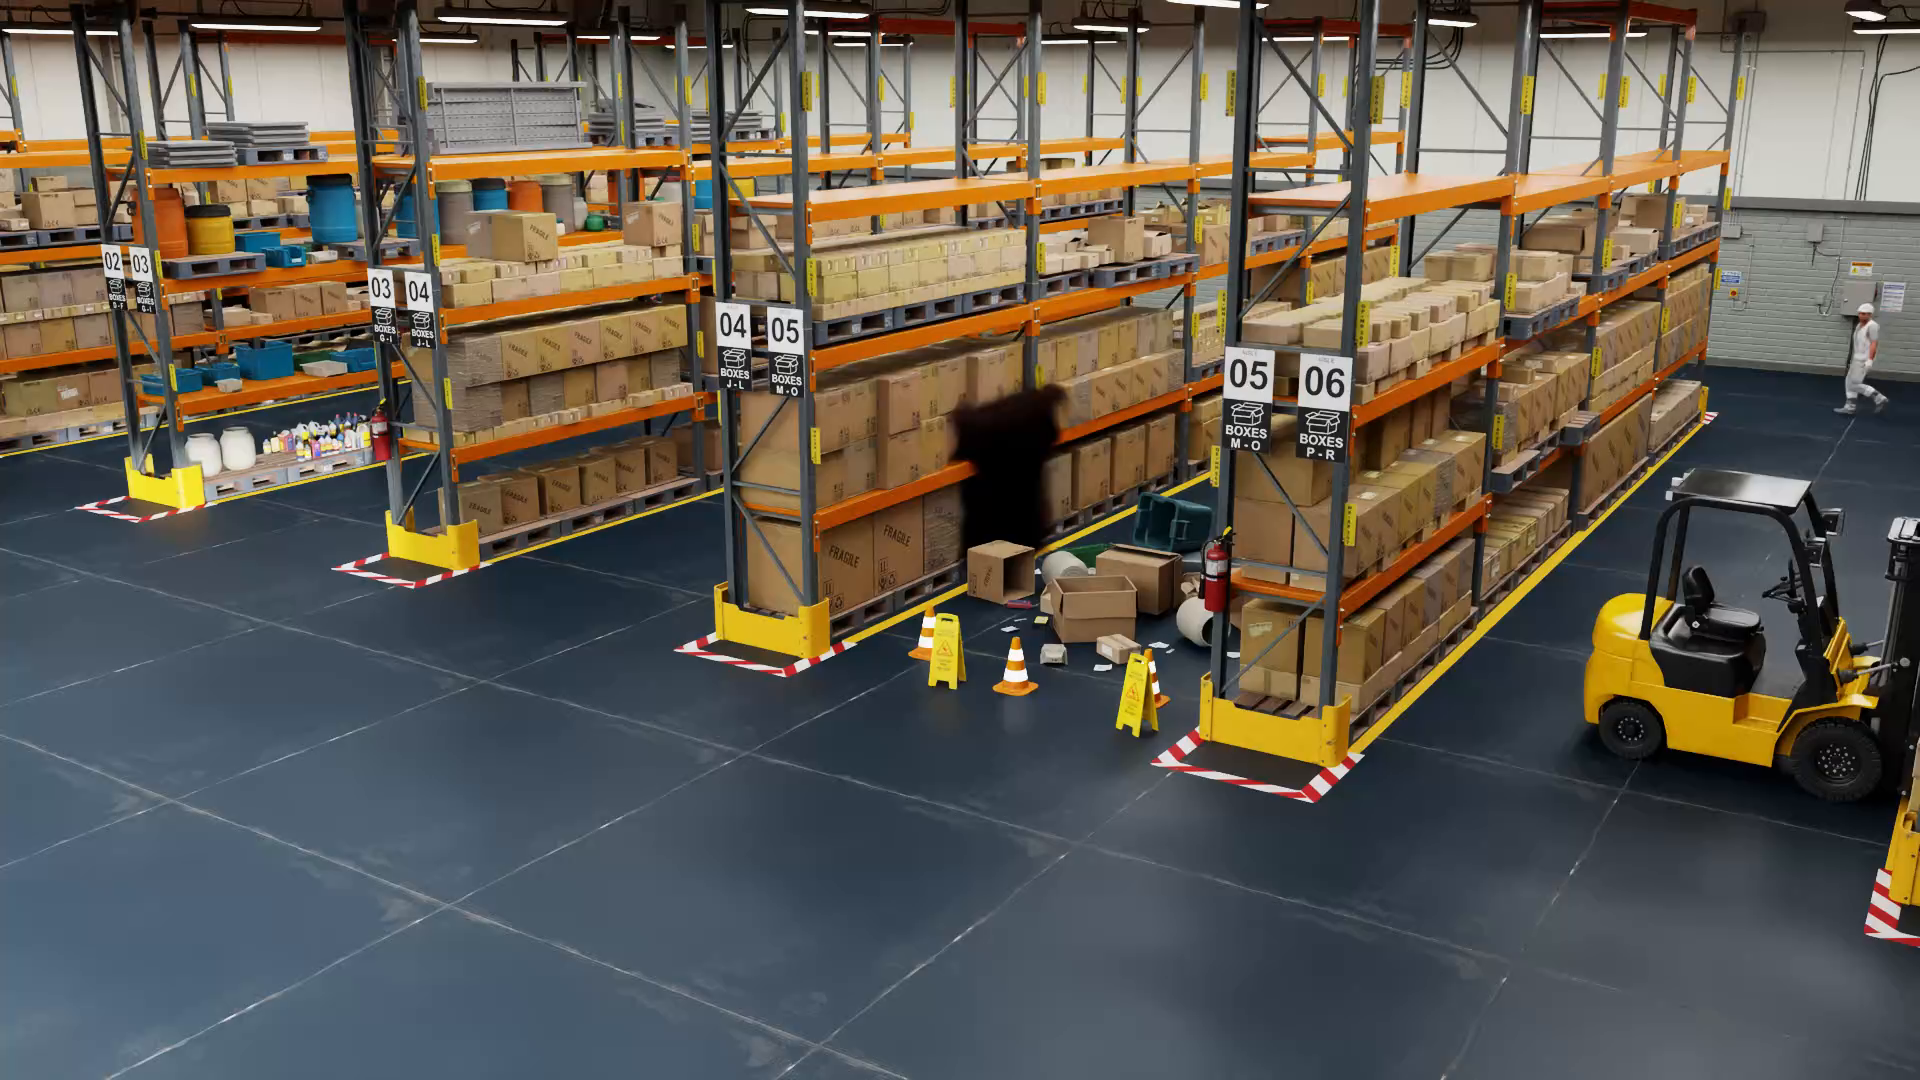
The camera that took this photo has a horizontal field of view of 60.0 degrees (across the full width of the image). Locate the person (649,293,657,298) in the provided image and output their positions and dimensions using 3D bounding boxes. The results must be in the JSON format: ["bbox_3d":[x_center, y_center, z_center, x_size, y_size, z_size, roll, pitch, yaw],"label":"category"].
[{"bbox_3d":[-7.175,-6.285,38.549,0.454,1.721,0.553,13,20,38],"label":"person"}]

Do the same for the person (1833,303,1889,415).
[{"bbox_3d":[14.199,-2.815,26.009,0.754,1.764,0.558,9,18,29],"label":"person"}]

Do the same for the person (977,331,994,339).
[{"bbox_3d":[0.329,-2.239,24.233,0.493,1.617,0.985,11,19,34],"label":"person"}]
